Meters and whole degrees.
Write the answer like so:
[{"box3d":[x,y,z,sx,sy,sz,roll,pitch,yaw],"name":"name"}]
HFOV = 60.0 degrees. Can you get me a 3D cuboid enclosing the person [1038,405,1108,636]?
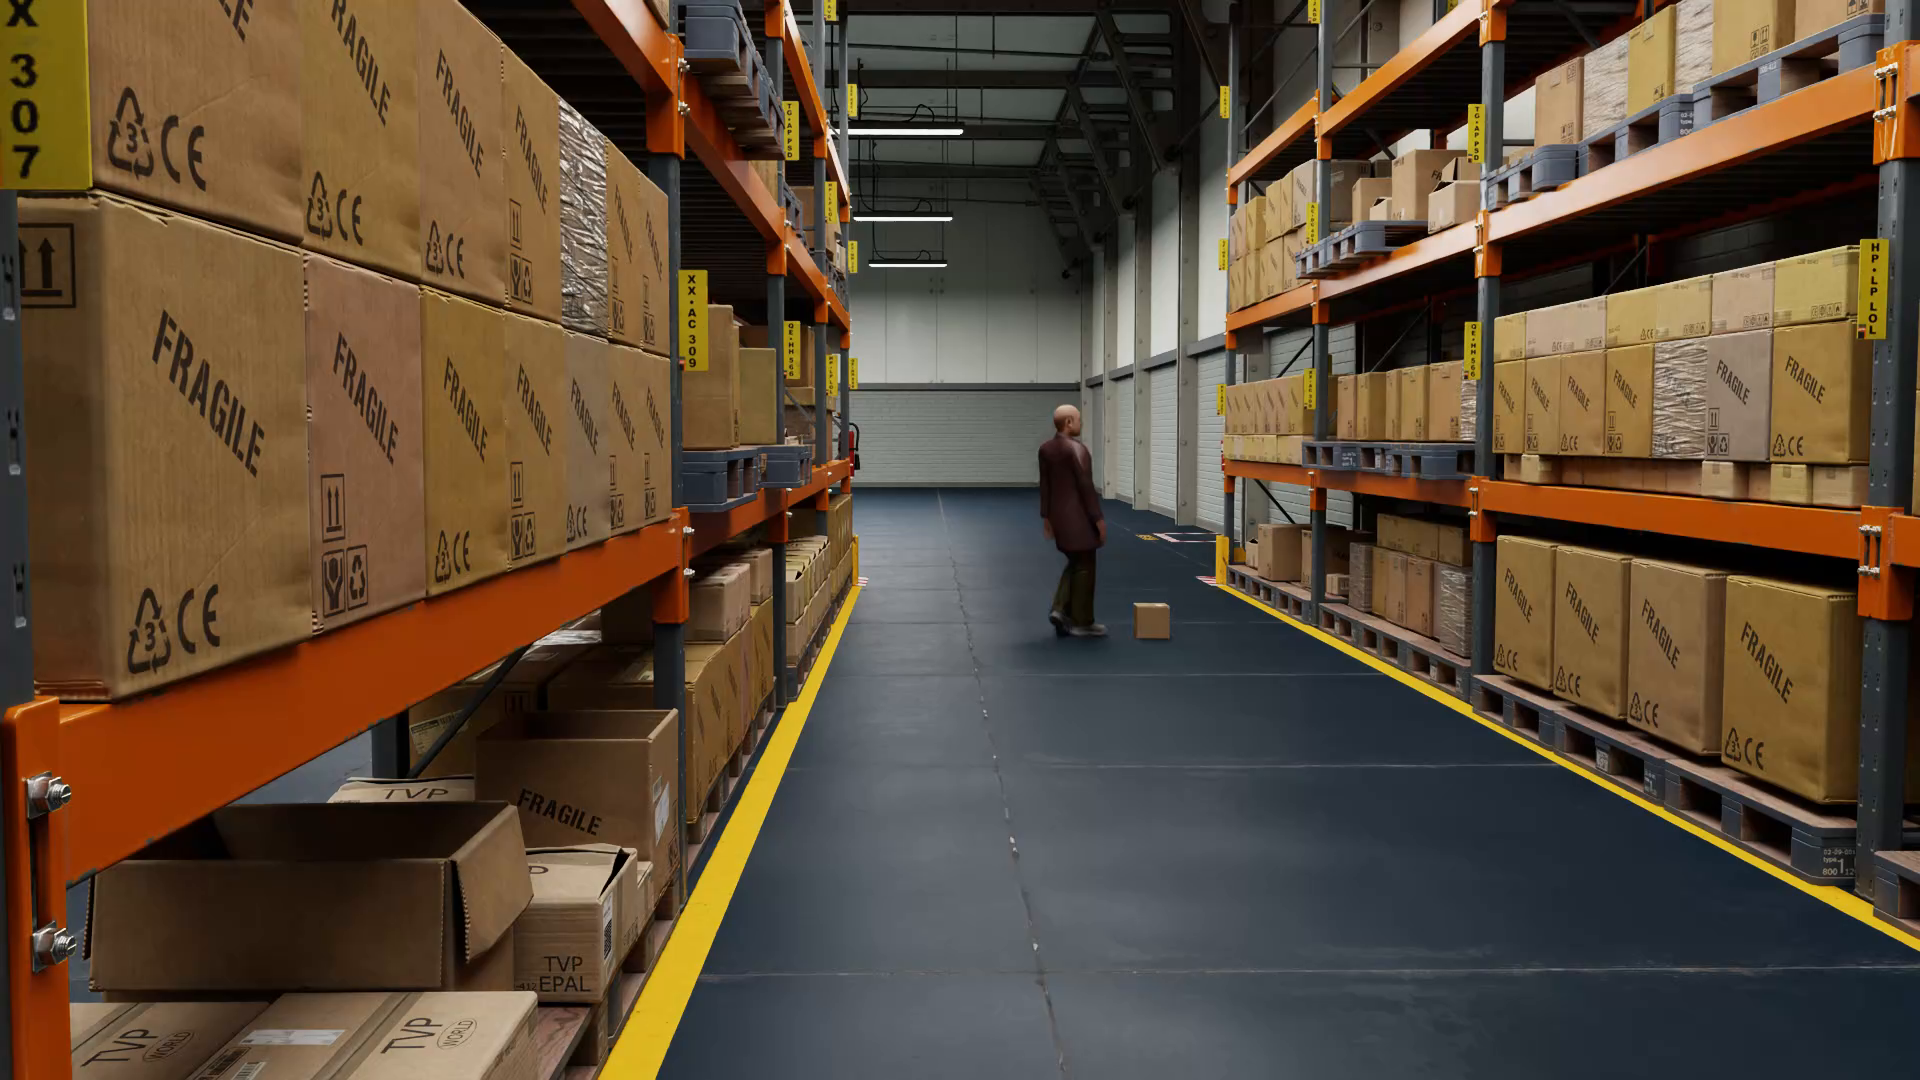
[{"box3d":[0.919,-0.125,12.826,0.505,1.830,0.623,-2,4,-32],"name":"person"}]
